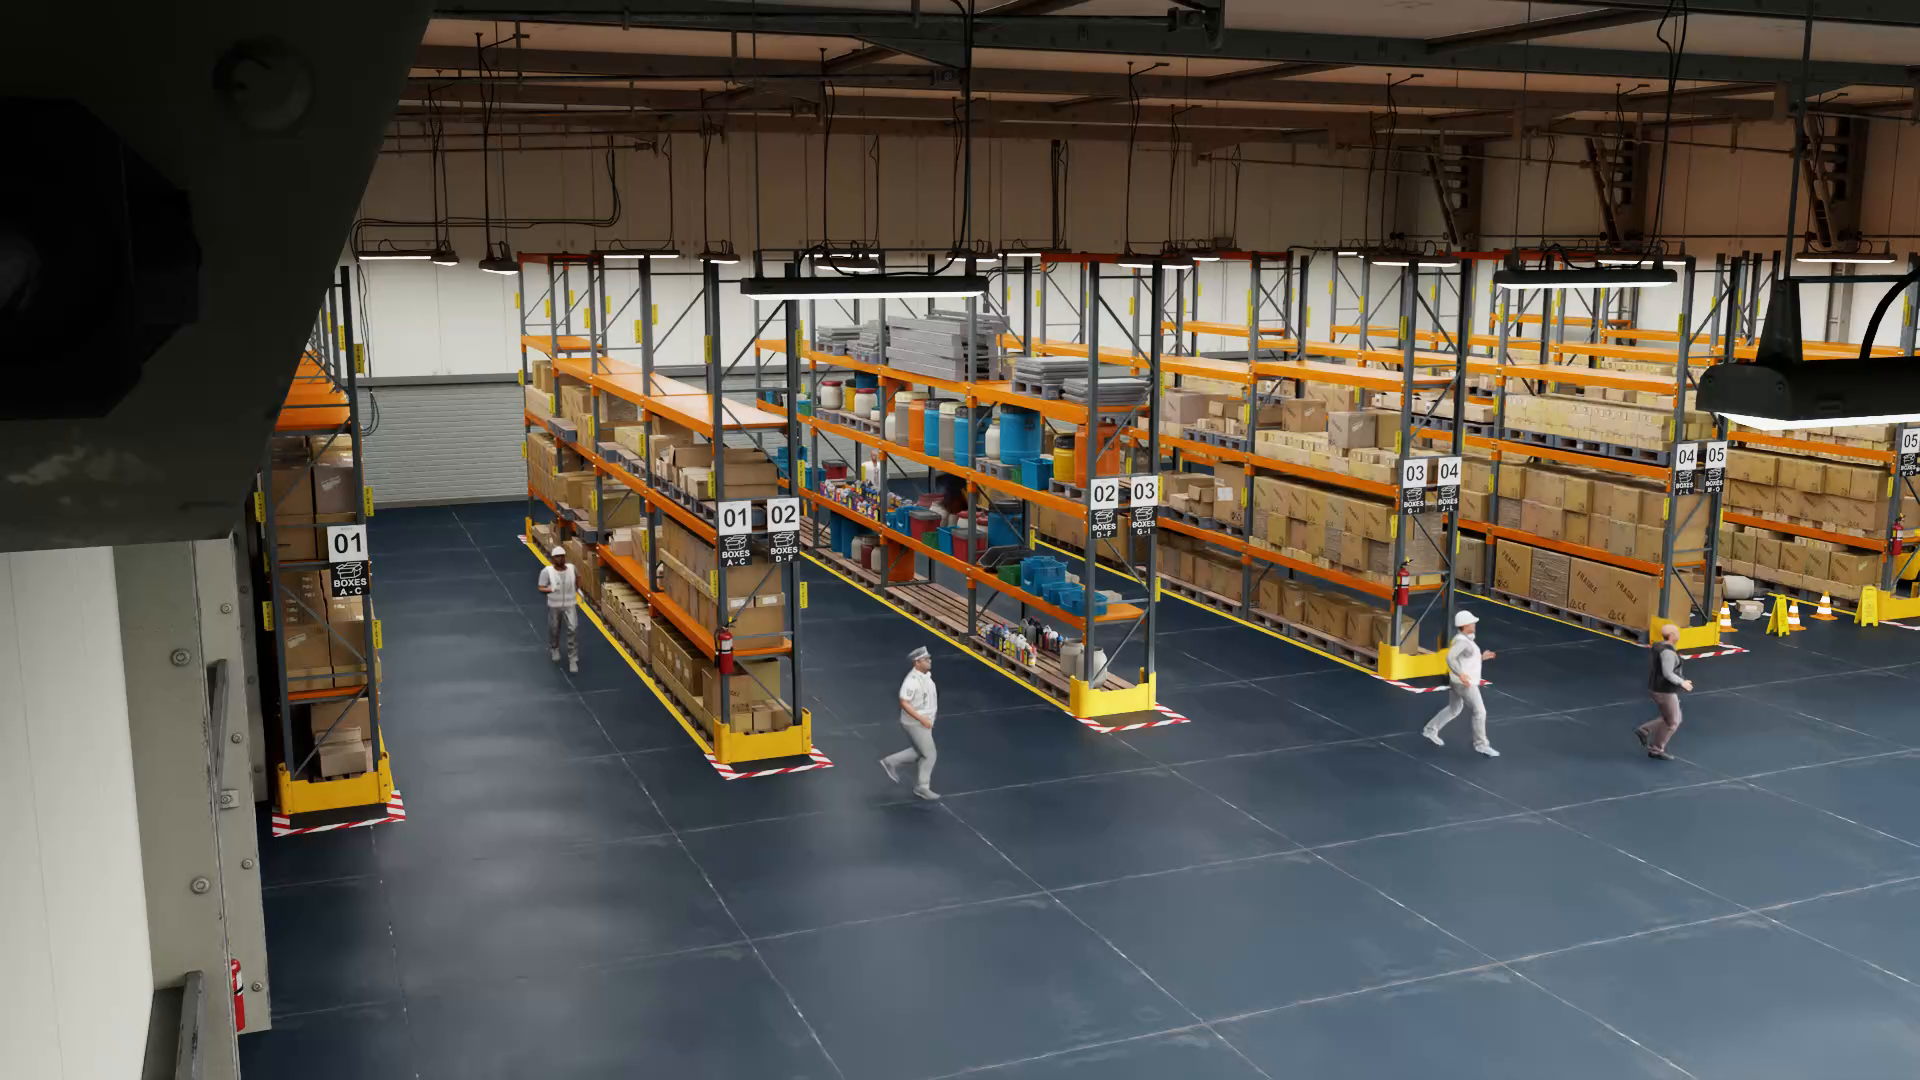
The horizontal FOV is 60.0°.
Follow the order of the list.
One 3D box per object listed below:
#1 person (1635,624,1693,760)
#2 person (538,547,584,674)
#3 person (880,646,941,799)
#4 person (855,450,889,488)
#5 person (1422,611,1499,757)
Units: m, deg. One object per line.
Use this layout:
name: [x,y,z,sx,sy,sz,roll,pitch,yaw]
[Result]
person: [8.586,1.850,20.255,0.573,1.688,0.666,2,11,10]
person: [-5.878,0.993,24.546,0.668,1.814,0.903,-4,11,-22]
person: [-0.565,2.063,18.962,0.729,1.795,0.672,2,11,12]
person: [-1.843,-1.051,35.899,0.678,1.748,0.723,-5,12,-26]
person: [6.200,1.750,20.438,0.906,1.788,0.645,2,10,9]
